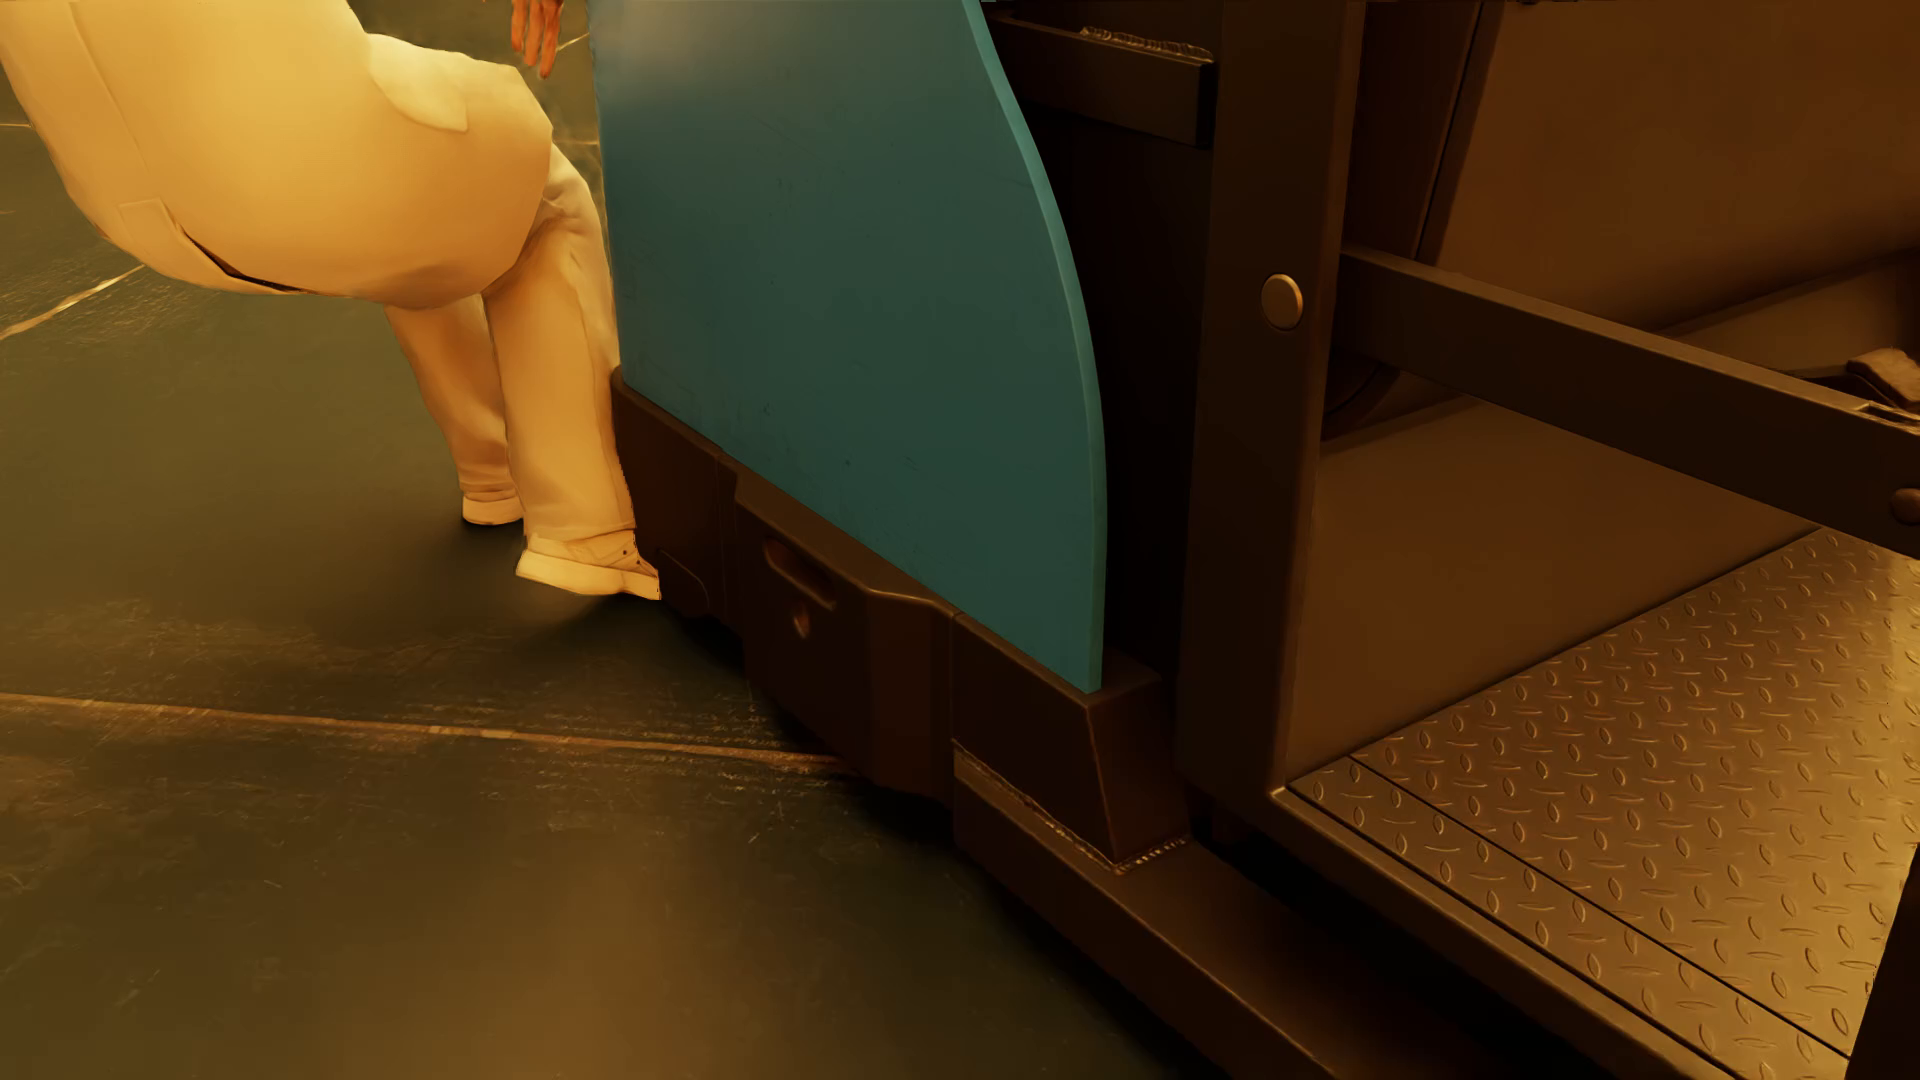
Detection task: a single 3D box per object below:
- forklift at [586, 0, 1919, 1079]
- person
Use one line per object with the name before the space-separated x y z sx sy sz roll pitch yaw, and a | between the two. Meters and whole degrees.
forklift | 0.796 -0.860 0.941 1.130 2.935 3.031 -18 32 -32
person | -0.762 -0.613 2.116 0.836 1.573 0.923 6 27 11
